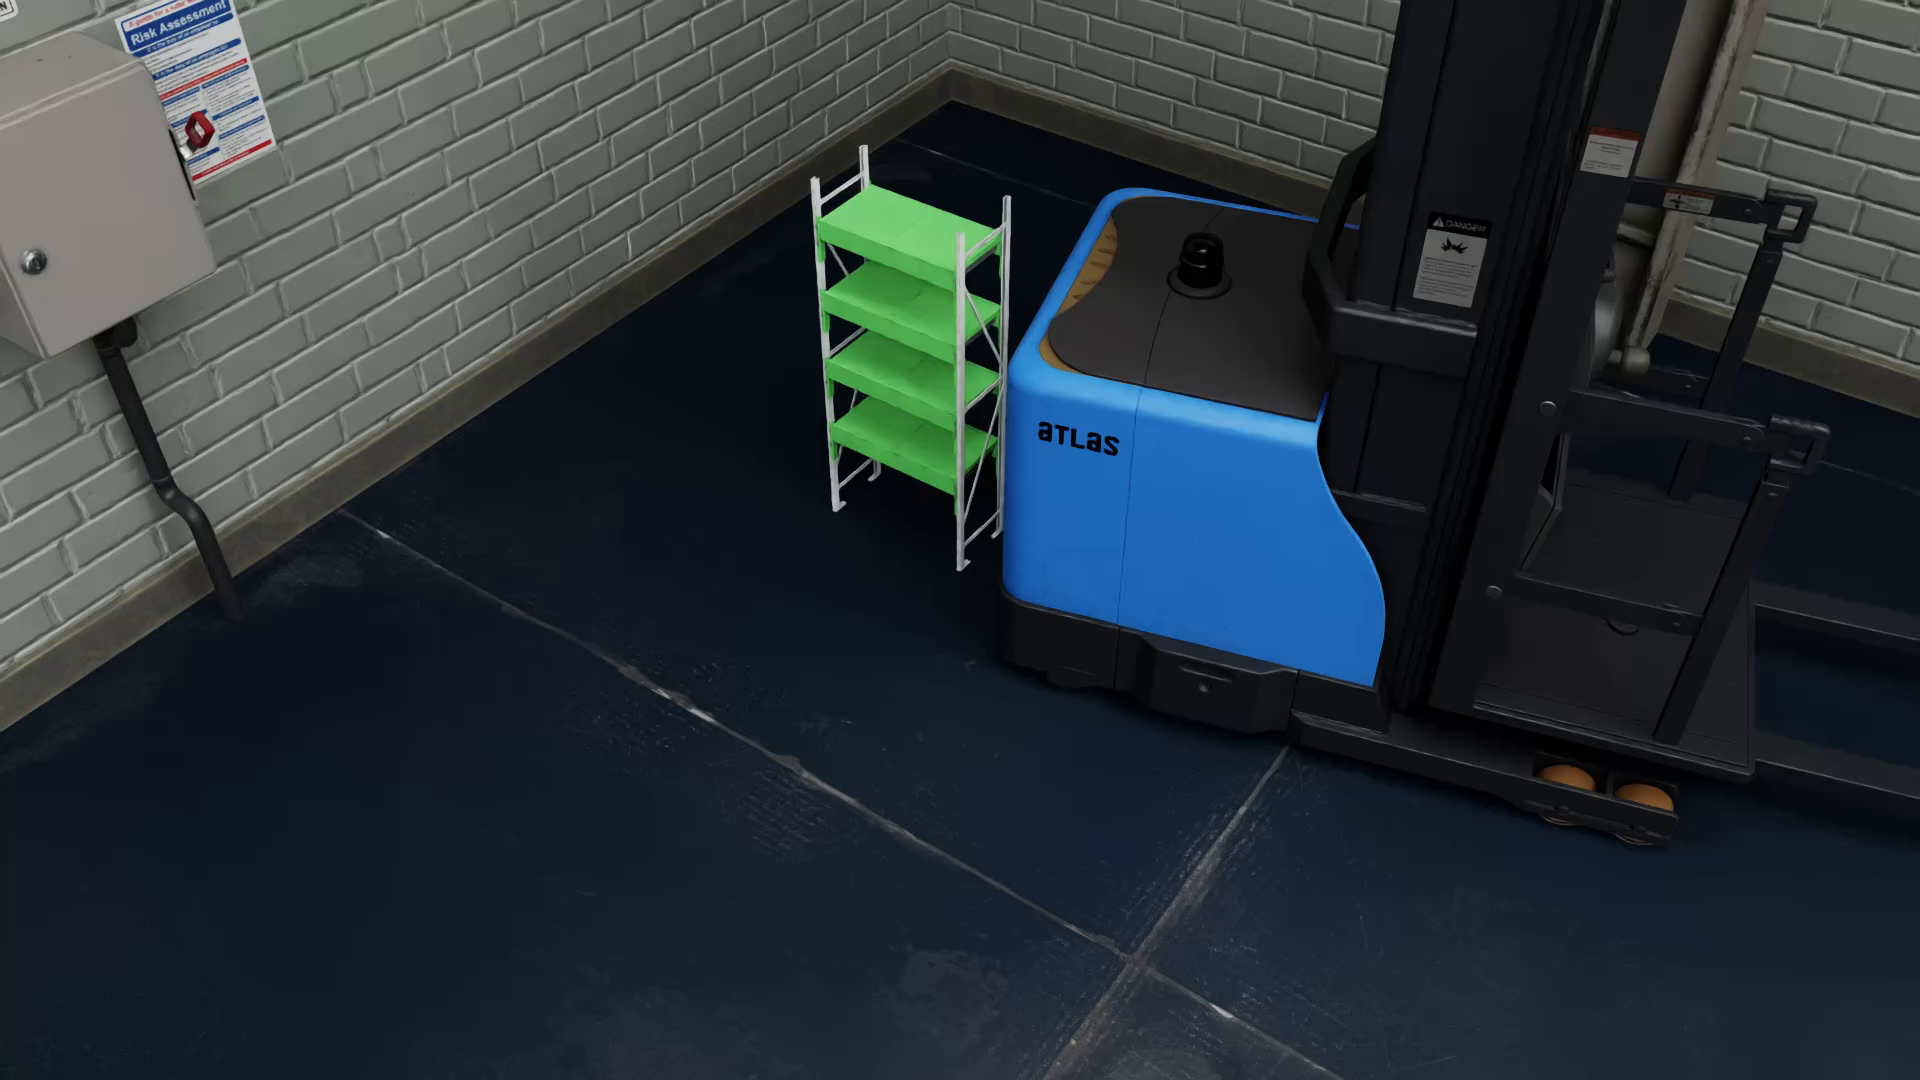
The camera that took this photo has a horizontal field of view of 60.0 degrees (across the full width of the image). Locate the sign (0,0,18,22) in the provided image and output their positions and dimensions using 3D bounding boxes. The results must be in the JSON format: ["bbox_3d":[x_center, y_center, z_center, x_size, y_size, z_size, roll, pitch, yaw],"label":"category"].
[{"bbox_3d":[-2.336,-1.250,3.778,0.001,0.242,0.339,25,48,25],"label":"sign"}]

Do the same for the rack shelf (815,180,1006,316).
[{"bbox_3d":[-0.136,-0.821,4.643,0.480,0.148,0.258,25,48,25],"label":"rack shelf"}]

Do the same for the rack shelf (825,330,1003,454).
[{"bbox_3d":[-0.136,-0.463,4.963,0.480,0.148,0.258,25,48,25],"label":"rack shelf"}]

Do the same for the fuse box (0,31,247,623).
[{"bbox_3d":[-2.134,-0.413,4.428,0.414,1.711,0.539,25,48,25],"label":"fuse box"}]

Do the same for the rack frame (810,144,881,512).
[{"bbox_3d":[-0.335,-0.604,5.025,0.015,1.200,0.240,25,48,25],"label":"rack frame"}]

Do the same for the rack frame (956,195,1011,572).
[{"bbox_3d":[0.064,-0.417,4.816,0.015,1.200,0.240,25,48,25],"label":"rack frame"}]

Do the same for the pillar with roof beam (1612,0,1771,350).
[{"bbox_3d":[-0.145,-1.777,0.488,0.400,9.000,9.100,25,48,25],"label":"pillar with roof beam"}]

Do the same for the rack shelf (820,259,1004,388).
[{"bbox_3d":[-0.136,-0.642,4.803,0.480,0.148,0.258,25,48,25],"label":"rack shelf"}]

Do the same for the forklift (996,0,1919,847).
[{"bbox_3d":[1.677,-0.695,3.829,3.031,2.935,1.130,13,44,14],"label":"forklift"}]

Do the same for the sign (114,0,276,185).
[{"bbox_3d":[-2.020,-1.207,4.420,0.001,0.494,0.329,25,48,25],"label":"sign"}]

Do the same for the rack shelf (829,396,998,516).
[{"bbox_3d":[-0.136,-0.284,5.123,0.480,0.148,0.258,25,48,25],"label":"rack shelf"}]

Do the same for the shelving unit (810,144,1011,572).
[{"bbox_3d":[-0.136,-0.511,4.921,0.503,1.200,0.258,25,48,25],"label":"shelving unit"}]
